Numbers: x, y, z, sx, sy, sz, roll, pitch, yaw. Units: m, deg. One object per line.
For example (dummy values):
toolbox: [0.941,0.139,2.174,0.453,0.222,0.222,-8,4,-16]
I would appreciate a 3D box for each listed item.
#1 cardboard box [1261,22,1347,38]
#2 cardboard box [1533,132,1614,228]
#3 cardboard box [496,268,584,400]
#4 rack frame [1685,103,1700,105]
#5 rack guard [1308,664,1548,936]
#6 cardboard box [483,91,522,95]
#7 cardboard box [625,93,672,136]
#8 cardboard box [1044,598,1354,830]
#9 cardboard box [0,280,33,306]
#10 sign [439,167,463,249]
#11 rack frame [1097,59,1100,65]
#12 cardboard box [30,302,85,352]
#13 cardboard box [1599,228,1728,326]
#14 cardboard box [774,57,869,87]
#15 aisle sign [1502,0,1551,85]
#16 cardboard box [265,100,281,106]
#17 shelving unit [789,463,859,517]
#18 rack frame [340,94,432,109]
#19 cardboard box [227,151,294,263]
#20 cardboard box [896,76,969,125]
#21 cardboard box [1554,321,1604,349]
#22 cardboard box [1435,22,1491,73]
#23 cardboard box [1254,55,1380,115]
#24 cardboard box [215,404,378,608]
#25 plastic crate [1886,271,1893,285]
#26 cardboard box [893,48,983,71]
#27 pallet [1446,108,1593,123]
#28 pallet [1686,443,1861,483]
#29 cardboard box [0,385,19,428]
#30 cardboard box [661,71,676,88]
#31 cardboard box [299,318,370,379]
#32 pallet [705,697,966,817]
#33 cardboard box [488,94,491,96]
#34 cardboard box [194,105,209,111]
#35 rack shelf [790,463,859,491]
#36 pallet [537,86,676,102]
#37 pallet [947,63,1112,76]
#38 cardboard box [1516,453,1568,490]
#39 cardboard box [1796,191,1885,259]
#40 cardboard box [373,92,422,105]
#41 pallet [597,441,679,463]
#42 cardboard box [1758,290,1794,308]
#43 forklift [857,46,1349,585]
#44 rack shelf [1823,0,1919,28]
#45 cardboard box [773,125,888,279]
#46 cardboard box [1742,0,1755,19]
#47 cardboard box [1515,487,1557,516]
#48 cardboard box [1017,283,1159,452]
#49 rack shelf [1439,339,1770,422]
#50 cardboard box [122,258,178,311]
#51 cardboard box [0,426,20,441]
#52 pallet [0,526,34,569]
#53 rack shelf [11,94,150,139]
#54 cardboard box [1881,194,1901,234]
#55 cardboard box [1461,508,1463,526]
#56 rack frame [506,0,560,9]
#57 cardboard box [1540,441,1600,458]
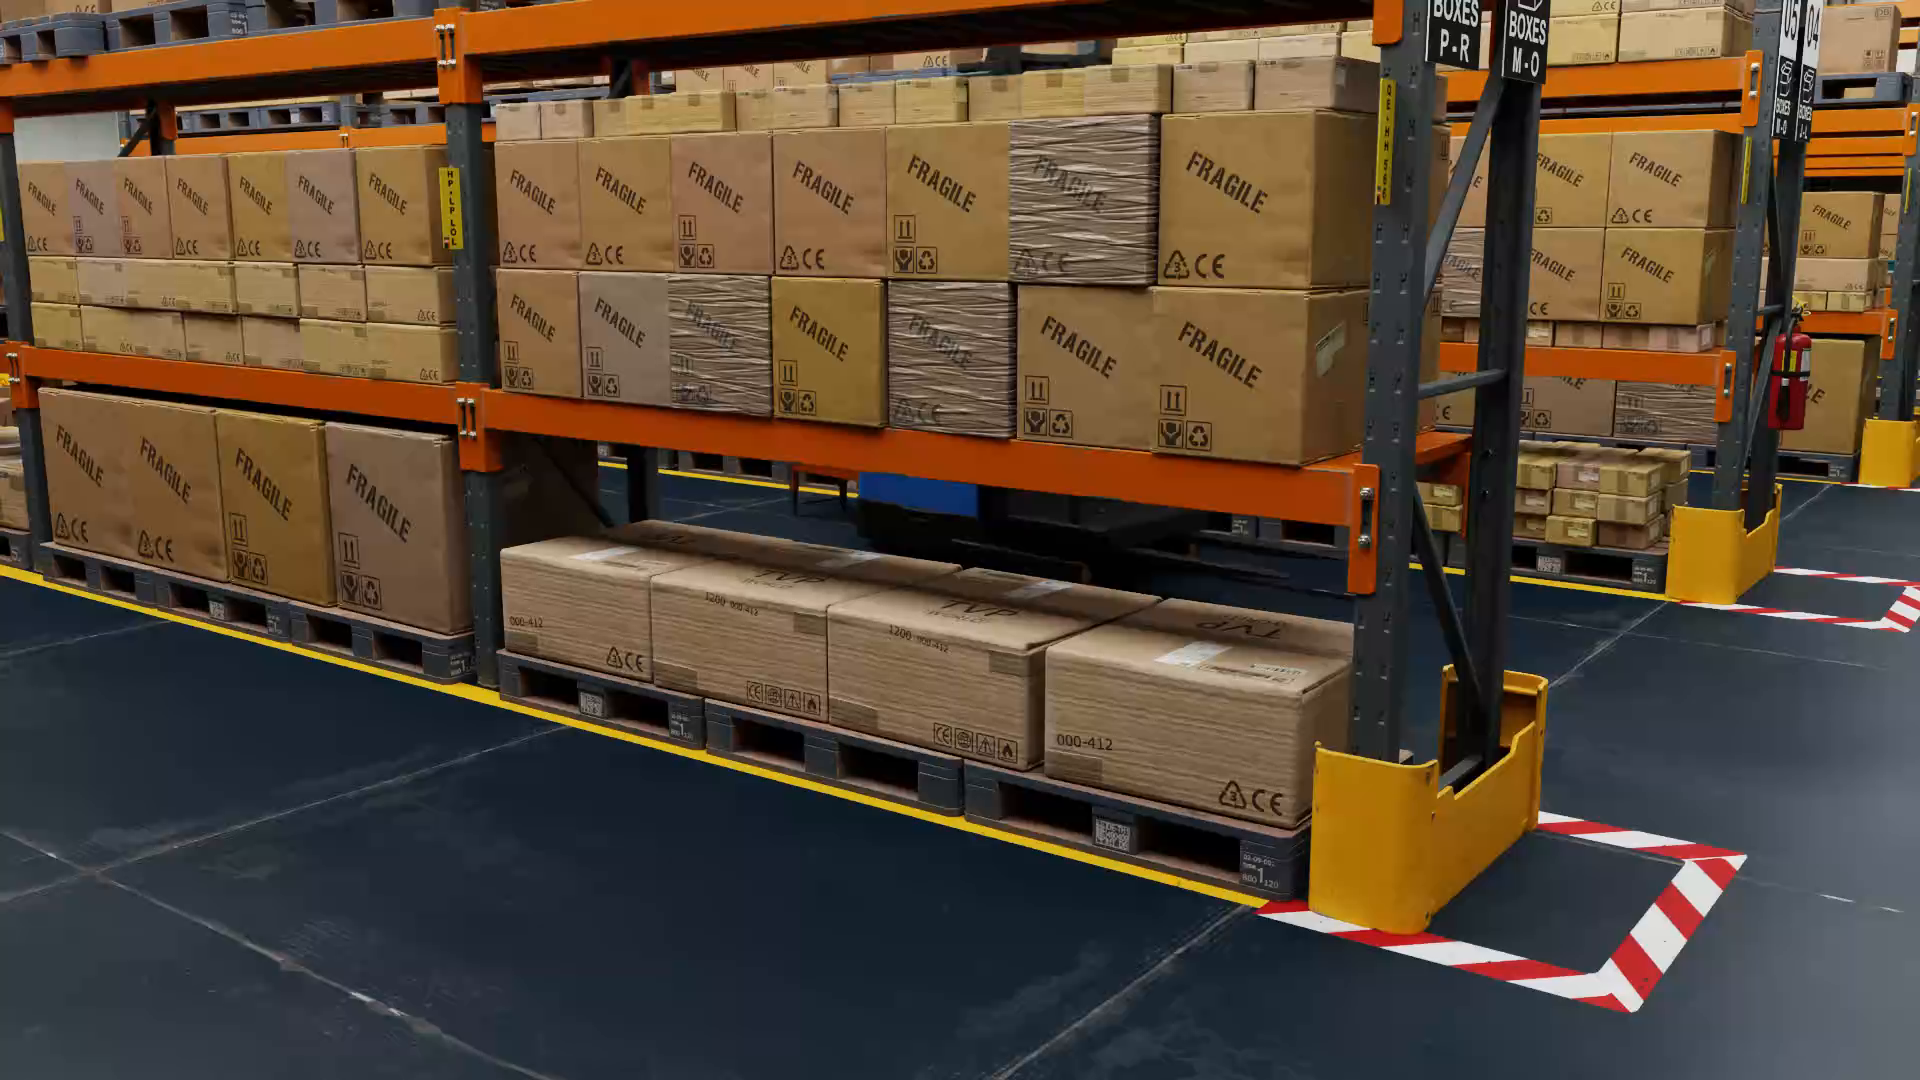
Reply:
cardboard box: [2.134,-3.113,9.903,0.500,0.250,0.500,8,14,37]
cardboard box: [3.392,-1.981,9.194,0.500,0.500,0.500,7,13,34]
cardboard box: [-1.533,-0.862,6.823,0.500,0.500,0.500,9,14,37]
rack frame: [9.976,-6.884,22.421,0.127,3.000,1.000,8,13,36]
rack guard: [1.487,0.774,5.211,0.348,0.500,1.175,8,13,36]
cardboard box: [-3.973,-3.993,14.360,0.258,0.266,0.396,8,13,36]
cardboard box: [-1.044,-1.603,6.313,0.250,0.149,0.380,8,13,35]
cardboard box: [0.877,0.537,5.495,0.875,0.438,0.875,7,13,34]
cardboard box: [-5.384,-1.439,9.625,0.250,0.149,0.380,9,14,38]
sign: [-2.069,-1.351,6.774,0.005,0.325,0.100,8,13,36]
rack frame: [1.092,-1.674,11.288,0.127,3.000,1.000,8,13,36]
cardboard box: [-4.735,-1.188,9.167,0.500,0.250,0.500,8,13,35]
cardboard box: [3.802,-1.431,8.983,0.500,0.500,0.500,8,14,37]
cardboard box: [-1.015,-3.430,12.204,0.500,0.500,0.500,8,13,36]
aisle sign: [1.698,-1.768,4.928,0.004,0.787,0.394,8,13,36]
cardboard box: [-6.457,-4.256,16.029,0.250,0.149,0.380,8,14,36]
shelving unit: [-0.609,-0.681,11.086,1.048,1.125,0.538,10,15,43]
rack frame: [-5.356,-5.519,15.367,0.127,3.000,1.000,8,13,36]
cardboard box: [-3.083,-1.574,7.873,0.500,0.500,0.500,8,14,37]
cardboard box: [-0.001,-1.459,5.570,0.250,0.149,0.380,8,14,37]
cardboard box: [3.497,-1.154,9.261,0.250,0.149,0.380,8,13,35]
cardboard box: [2.986,-2.749,9.337,0.500,0.250,0.500,9,14,38]
cardboard box: [1.060,-1.324,4.871,0.250,0.149,0.380,8,14,36]
cardboard box: [-3.036,-0.226,8.290,0.875,0.875,0.875,8,14,37]
plastic crate: [9.501,-2.695,17.099,0.243,0.136,0.396,8,13,36]
cardboard box: [-0.075,-3.598,11.955,0.637,0.503,0.797,8,13,35]
pallet: [4.763,-3.758,14.394,1.213,0.211,1.003,8,13,36]
pallet: [6.643,-0.682,13.497,1.213,0.211,1.003,8,13,36]
cardboard box: [-8.514,-1.219,15.505,0.637,0.503,0.797,-1,11,-4]
cardboard box: [-2.306,-3.791,13.623,0.250,0.149,0.380,7,13,33]
cardboard box: [-2.677,-0.901,7.684,0.500,0.250,0.500,8,13,35]
pallet: [-0.202,0.698,6.365,1.213,0.211,1.003,8,13,36]
cardboard box: [-4.230,-4.123,15.073,0.500,0.250,0.500,8,13,35]
cardboard box: [-7.476,-4.399,16.765,0.250,0.149,0.380,8,13,35]
rack shelf: [-0.609,-0.440,11.132,1.000,0.278,0.538,10,15,43]
pallet: [-2.682,-3.568,13.678,1.003,0.211,1.213,9,14,38]
pallet: [0.658,-3.141,11.464,1.003,0.211,1.213,8,13,36]
cardboard box: [3.287,-0.391,9.486,0.250,0.149,0.380,8,13,34]
cardboard box: [6.786,-2.428,12.819,0.500,0.500,0.500,8,14,36]
cardboard box: [-5.448,-4.271,16.107,0.250,0.149,0.380,8,13,35]
pallet: [-2.722,-0.855,14.395,1.213,0.211,1.003,8,13,36]
cardboard box: [6.439,-1.897,13.097,0.250,0.149,0.380,8,14,36]
forklift: [0.776,-1.274,9.400,3.031,2.935,1.130,10,15,43]
rack shelf: [8.653,-5.352,17.448,4.000,0.370,1.077,8,13,36]
cardboard box: [-0.301,-1.181,5.839,0.500,0.500,0.500,8,13,35]
cardboard box: [4.108,-2.960,9.112,0.500,0.250,0.500,8,14,36]
cardboard box: [3.302,-0.251,9.547,0.250,0.149,0.380,7,13,33]
cardboard box: [0.527,-0.577,5.352,0.500,0.500,0.500,8,13,34]
rack shelf: [2.704,-1.096,10.194,4.000,0.370,1.077,8,13,36]
cardboard box: [-3.908,-1.316,8.513,0.500,0.250,0.500,8,13,35]
cardboard box: [-6.637,-0.504,11.050,0.625,0.372,0.950,9,14,37]
pallet: [-5.609,-0.074,10.357,1.213,0.211,1.003,8,13,36]
rack shelf: [-6.592,-2.699,10.582,4.000,0.370,1.077,8,13,36]
cardboard box: [11.851,-4.151,21.194,0.500,0.500,0.500,8,14,37]
cardboard box: [3.133,-0.141,9.759,0.250,0.149,0.380,8,14,36]
rack frame: [-5.562,-6.717,21.558,0.127,3.000,1.000,8,13,36]
cardboard box: [3.675,-0.495,10.024,0.250,0.149,0.380,8,13,35]
